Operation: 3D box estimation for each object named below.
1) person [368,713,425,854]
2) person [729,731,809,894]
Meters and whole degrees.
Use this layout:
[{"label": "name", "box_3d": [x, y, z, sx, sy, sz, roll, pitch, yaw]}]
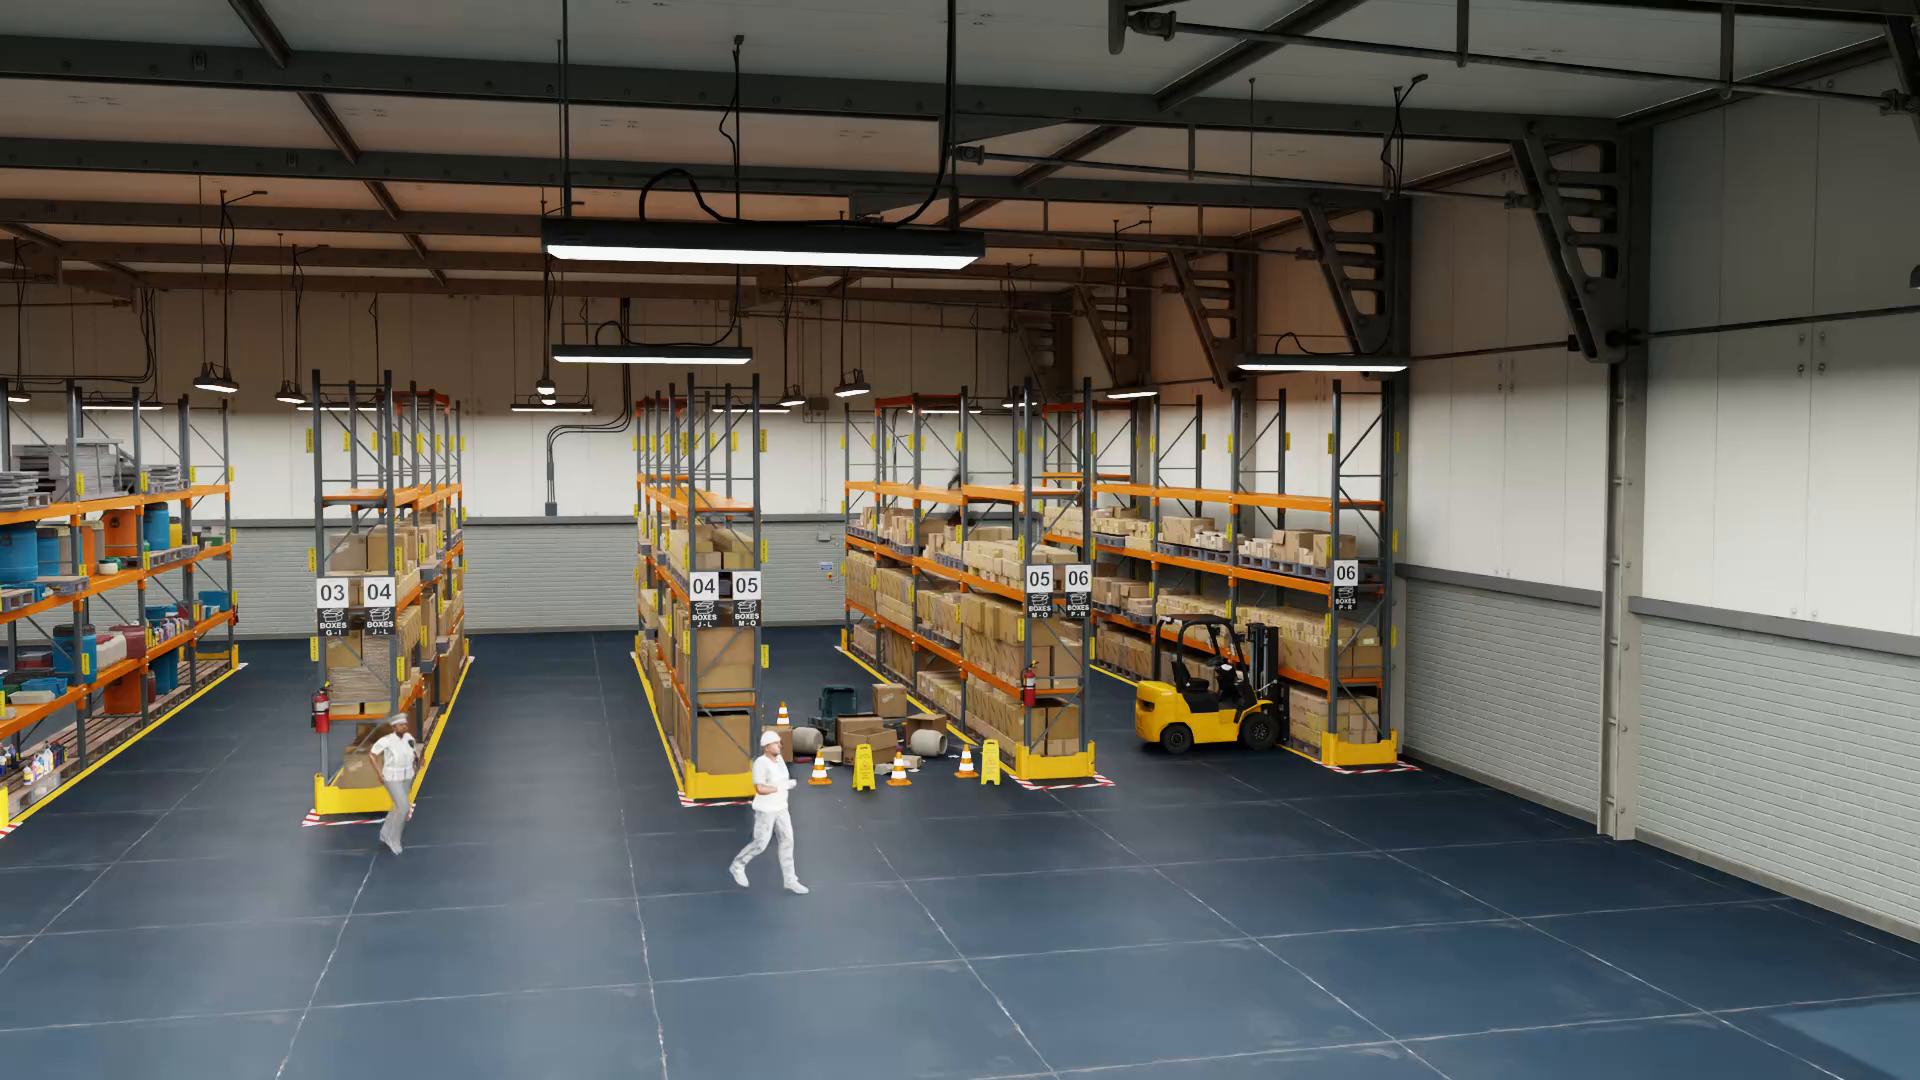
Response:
[{"label": "person", "box_3d": [-6.906, 2.985, 20.494, 0.715, 1.731, 0.571, 2, 4, 29]}, {"label": "person", "box_3d": [-2.134, 3.011, 18.502, 0.944, 1.792, 0.695, 1, 4, 24]}]
